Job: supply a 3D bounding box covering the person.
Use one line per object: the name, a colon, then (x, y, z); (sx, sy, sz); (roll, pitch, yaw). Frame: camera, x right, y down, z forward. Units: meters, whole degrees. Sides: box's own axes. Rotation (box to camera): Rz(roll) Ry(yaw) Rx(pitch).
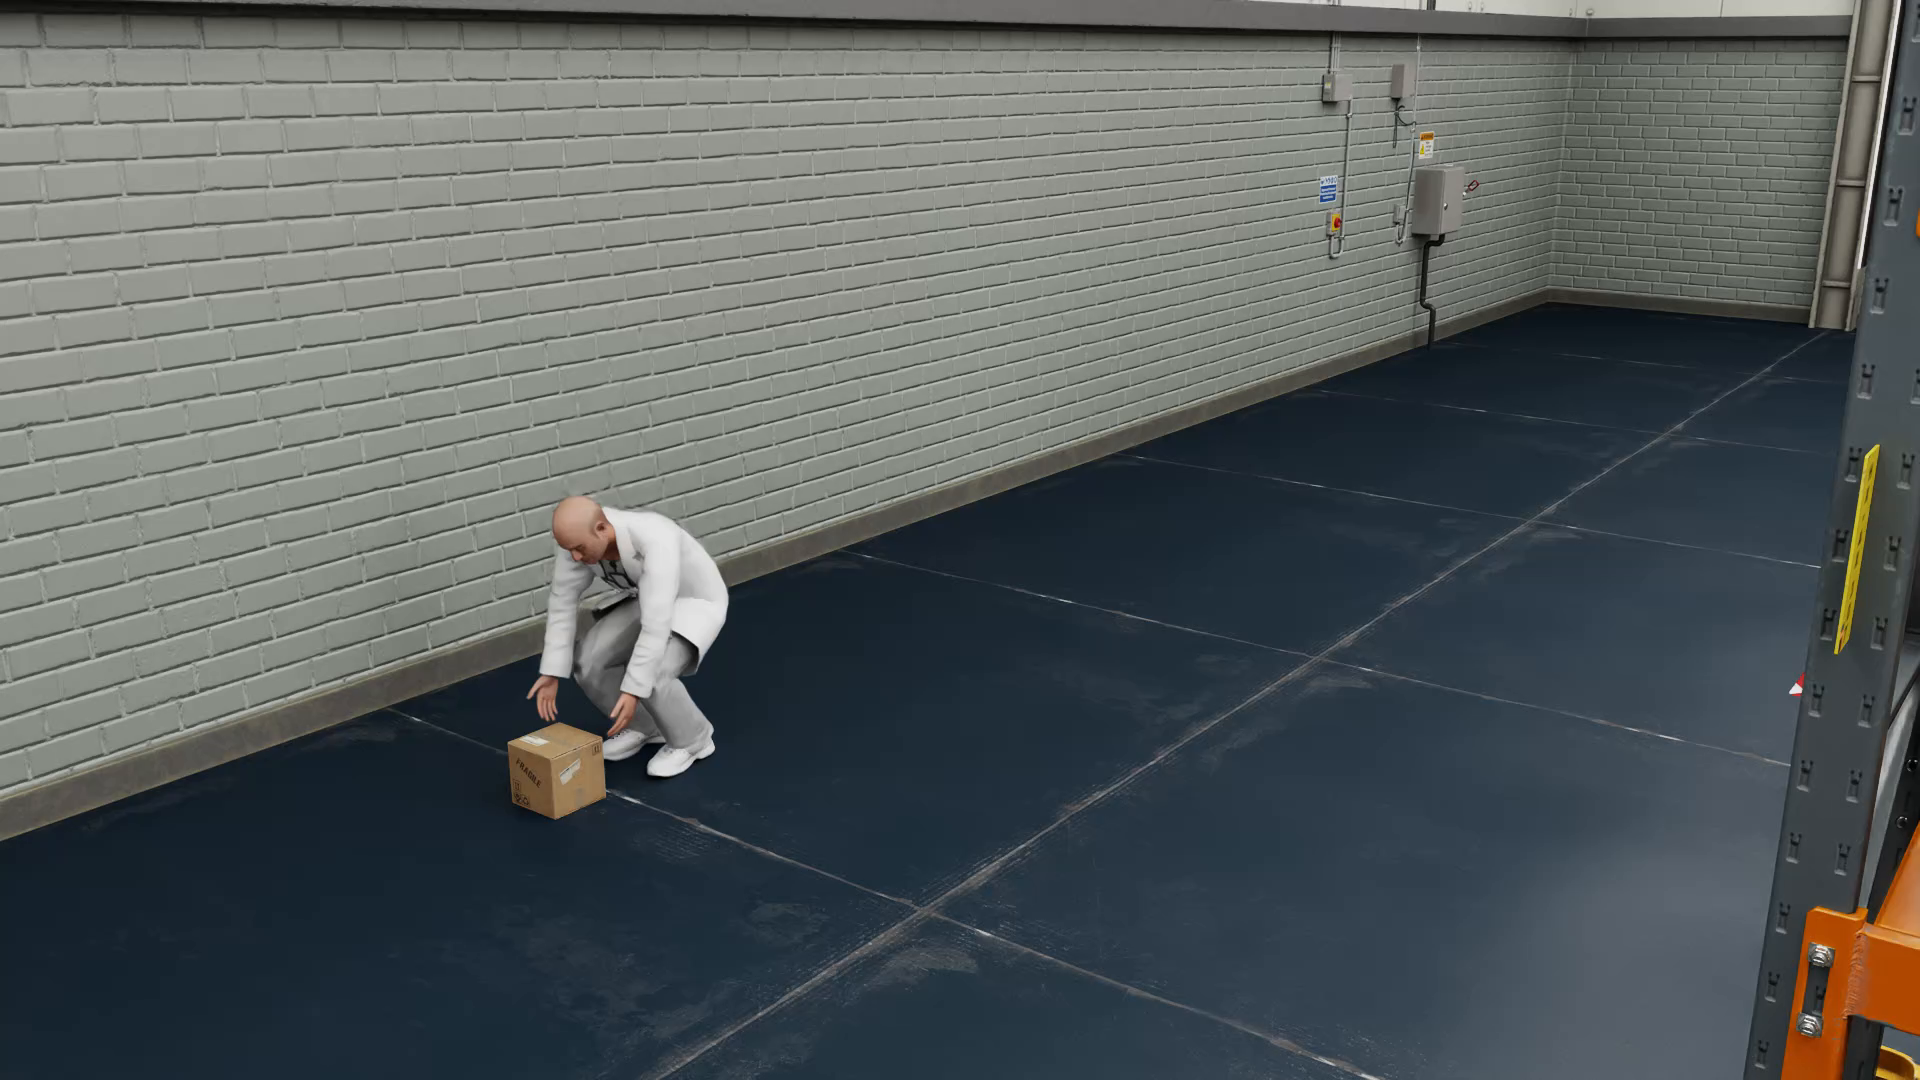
person: (-1.243, 0.334, 6.487); (0.625, 1.181, 0.830); (12, 20, 35)
